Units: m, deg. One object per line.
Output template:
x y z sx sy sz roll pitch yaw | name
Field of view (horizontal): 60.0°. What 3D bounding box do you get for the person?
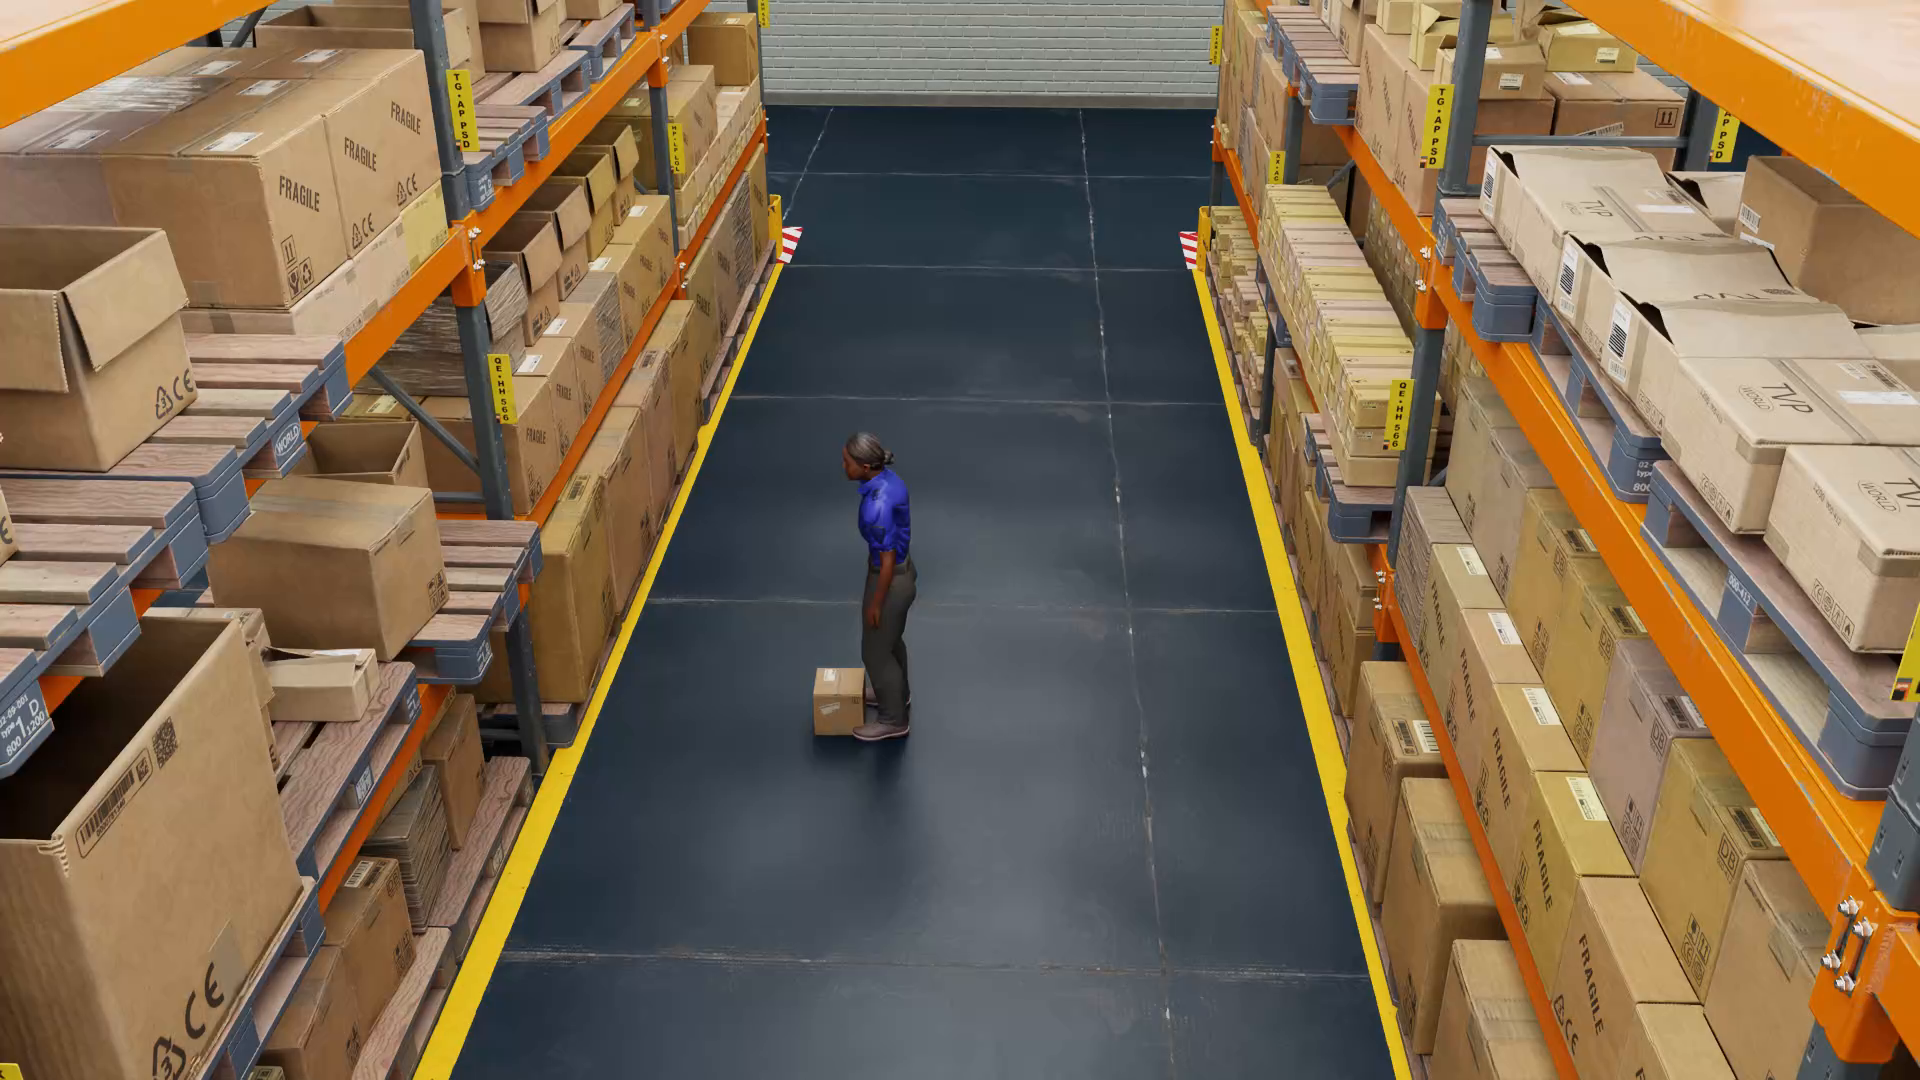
-0.388 0.212 8.230 0.352 1.654 0.518 0 28 1 | person
